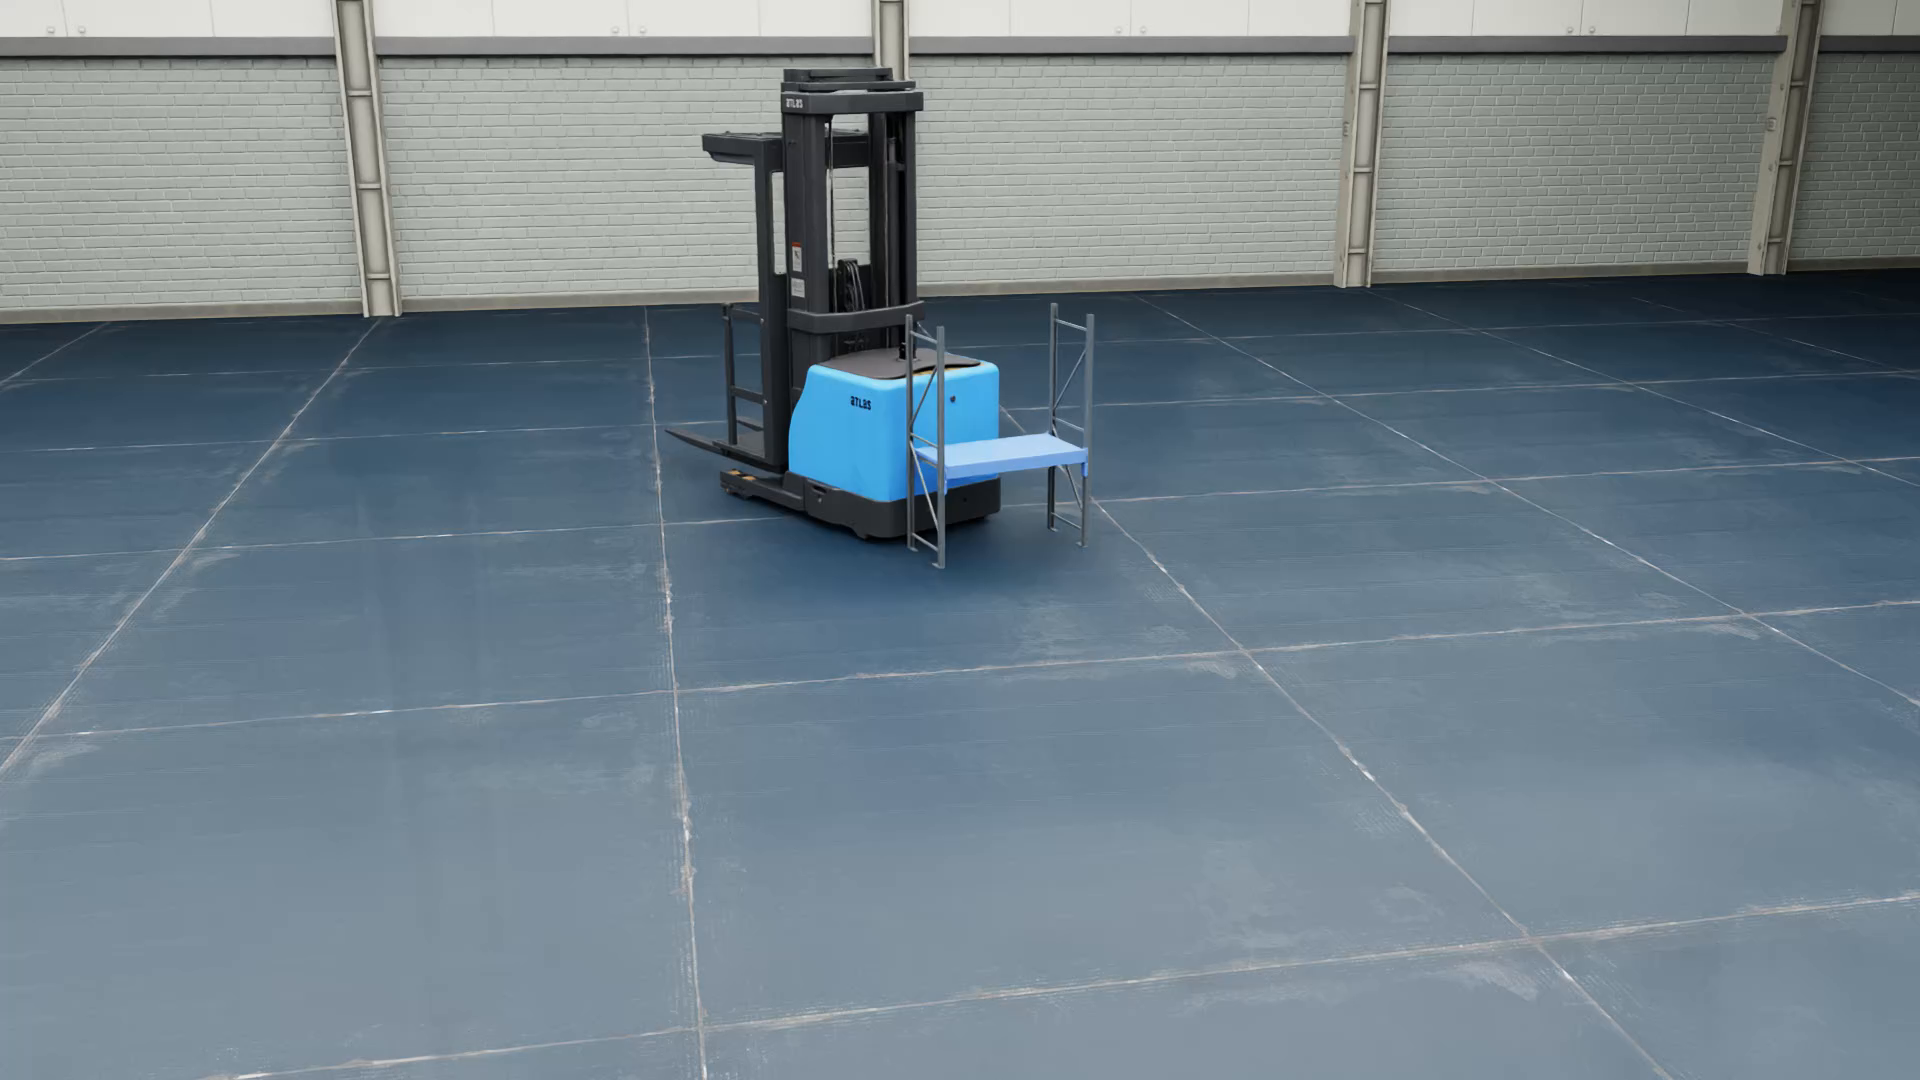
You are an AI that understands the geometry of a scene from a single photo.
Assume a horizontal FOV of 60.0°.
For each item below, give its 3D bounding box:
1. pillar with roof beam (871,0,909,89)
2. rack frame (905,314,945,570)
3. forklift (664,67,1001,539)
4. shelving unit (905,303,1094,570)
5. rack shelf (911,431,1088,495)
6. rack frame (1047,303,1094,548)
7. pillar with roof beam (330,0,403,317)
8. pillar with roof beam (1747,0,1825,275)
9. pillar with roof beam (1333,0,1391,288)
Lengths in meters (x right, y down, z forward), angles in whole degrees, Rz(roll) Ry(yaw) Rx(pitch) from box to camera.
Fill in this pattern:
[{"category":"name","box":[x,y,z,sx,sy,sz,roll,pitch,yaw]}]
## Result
[{"category":"pillar with roof beam","box":[-0.005,-6.020,15.085,0.400,9.000,9.100,-3,17,-10]},{"category":"rack frame","box":[-0.214,-0.601,10.215,0.032,1.500,0.500,-8,19,-25]},{"category":"forklift","box":[-1.061,-1.771,11.586,1.130,2.935,3.031,-14,22,-38]},{"category":"shelving unit","box":[0.244,-0.666,10.427,1.048,1.500,0.538,-8,19,-25]},{"category":"rack shelf","box":[0.244,-0.494,10.479,1.000,0.185,0.538,-8,19,-25]},{"category":"rack frame","box":[0.701,-0.731,10.638,0.032,1.500,0.500,-8,19,-25]},{"category":"pillar with roof beam","box":[-5.896,-5.686,13.997,0.400,9.000,9.100,-3,17,-10]},{"category":"pillar with roof beam","box":[11.777,-6.689,17.262,0.400,9.000,9.100,-3,17,-10]},{"category":"pillar with roof beam","box":[5.886,-6.354,16.174,0.400,9.000,9.100,-3,17,-10]}]
